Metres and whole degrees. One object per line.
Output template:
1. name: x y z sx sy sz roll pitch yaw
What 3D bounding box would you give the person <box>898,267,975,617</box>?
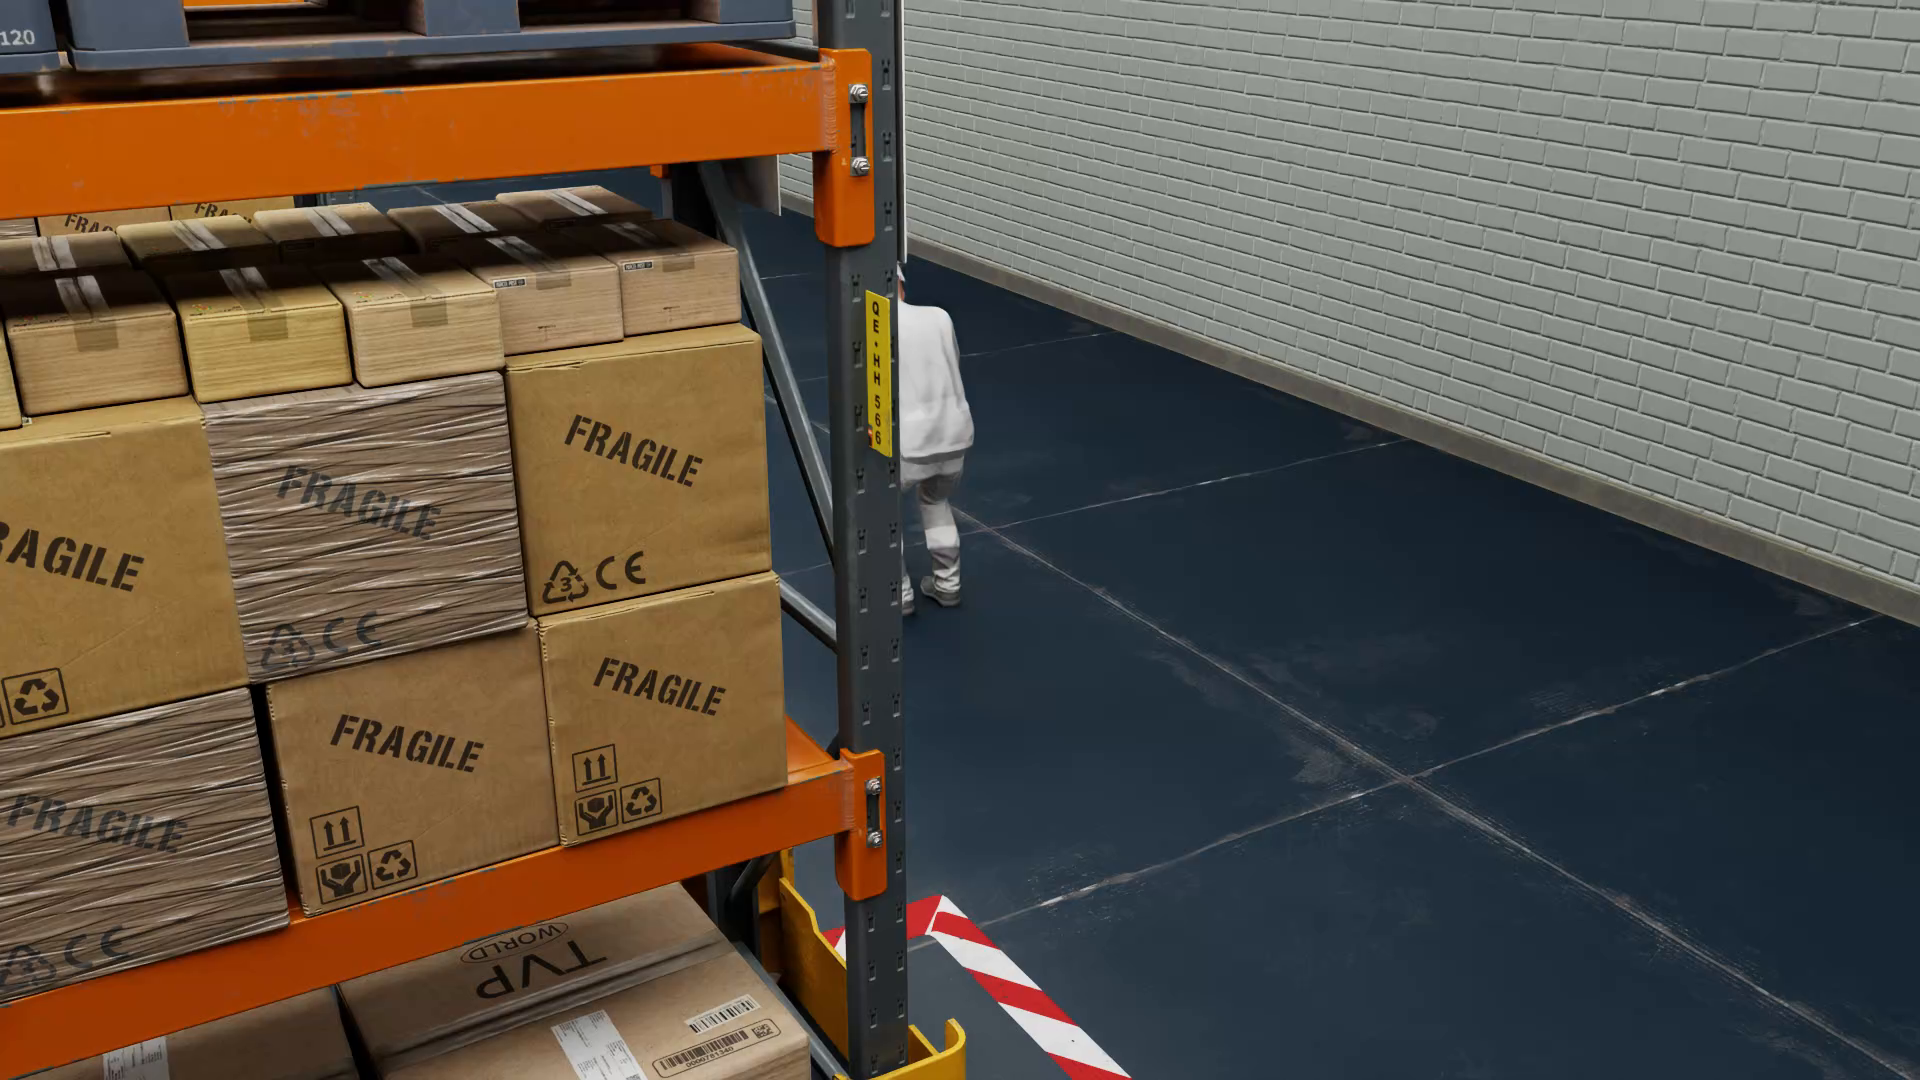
1. person: -0.251 -0.448 7.474 0.575 1.580 0.647 -12 25 -28
